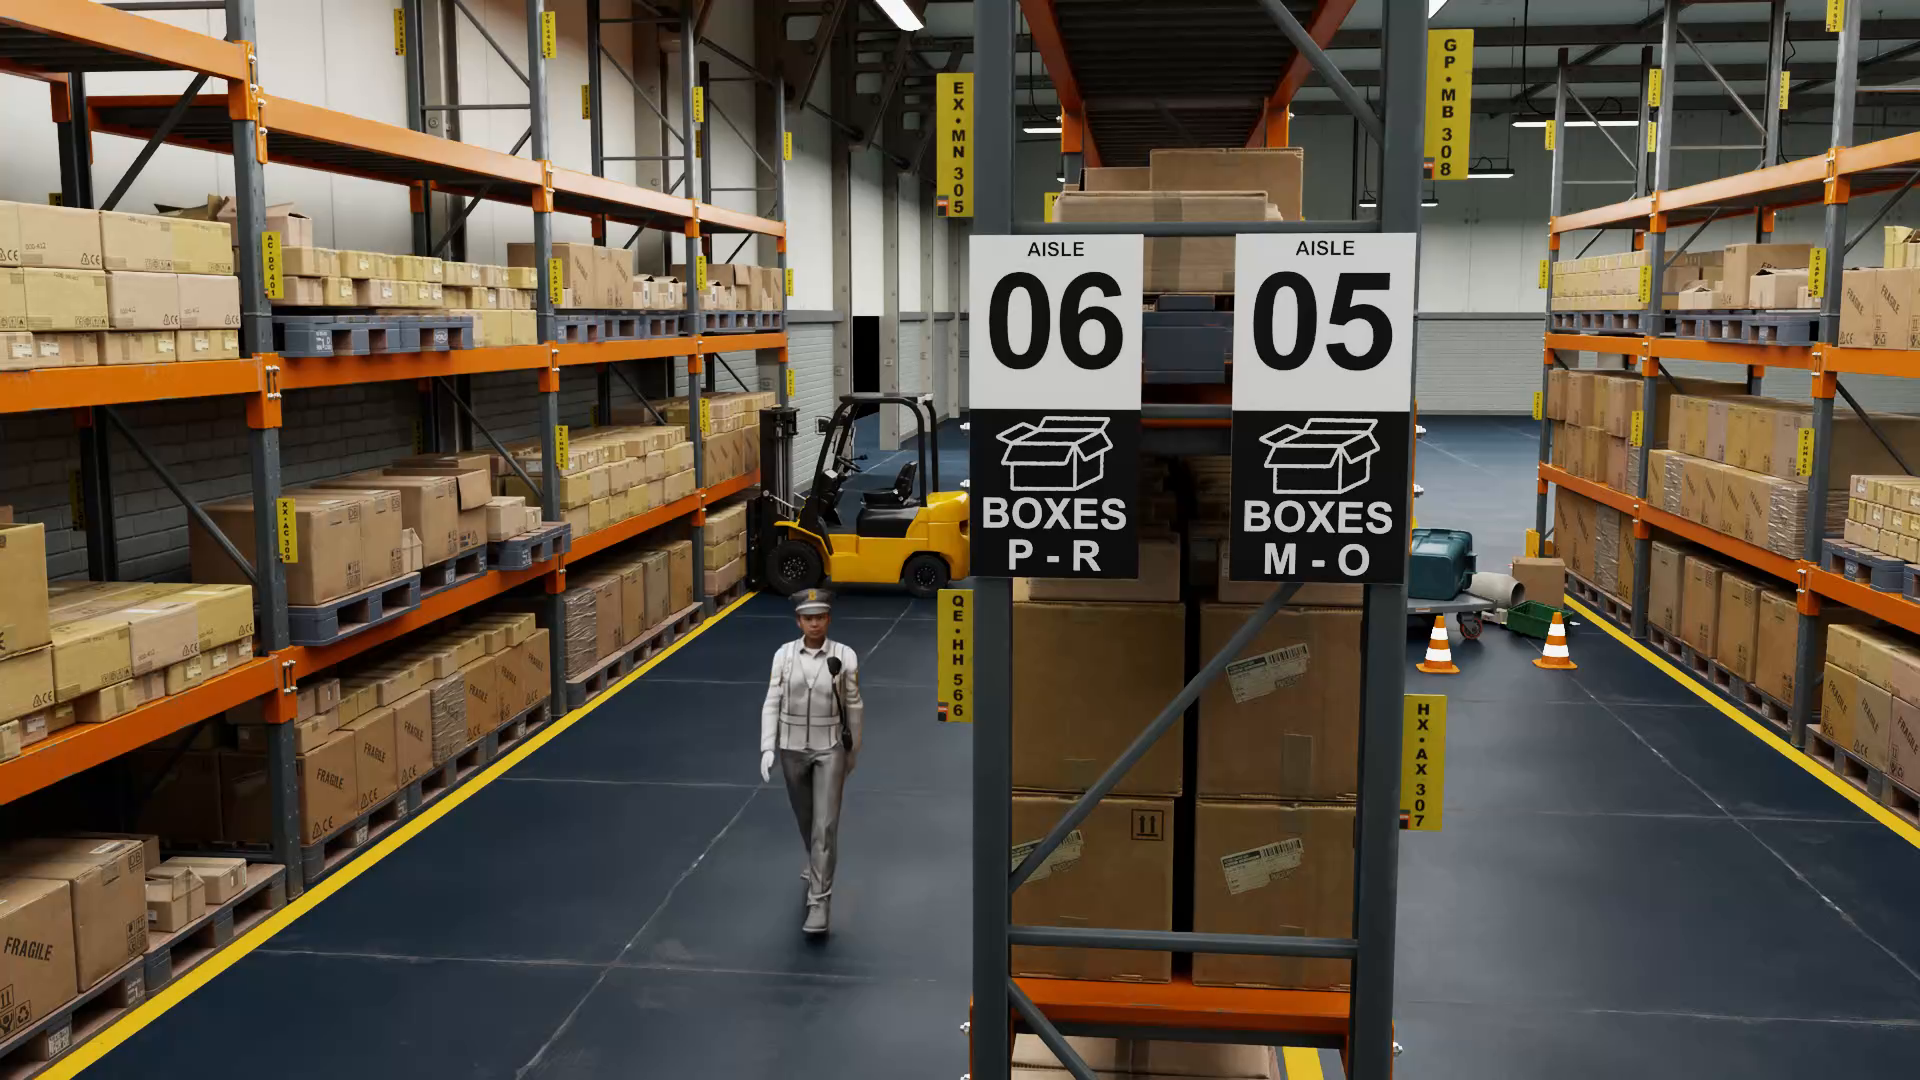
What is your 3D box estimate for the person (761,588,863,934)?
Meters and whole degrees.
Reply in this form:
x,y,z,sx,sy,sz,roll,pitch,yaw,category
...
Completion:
x,y,z,sx,sy,sz,roll,pitch,yaw,category
-0.754,1.049,8.382,0.491,1.637,0.986,1,8,7,person
